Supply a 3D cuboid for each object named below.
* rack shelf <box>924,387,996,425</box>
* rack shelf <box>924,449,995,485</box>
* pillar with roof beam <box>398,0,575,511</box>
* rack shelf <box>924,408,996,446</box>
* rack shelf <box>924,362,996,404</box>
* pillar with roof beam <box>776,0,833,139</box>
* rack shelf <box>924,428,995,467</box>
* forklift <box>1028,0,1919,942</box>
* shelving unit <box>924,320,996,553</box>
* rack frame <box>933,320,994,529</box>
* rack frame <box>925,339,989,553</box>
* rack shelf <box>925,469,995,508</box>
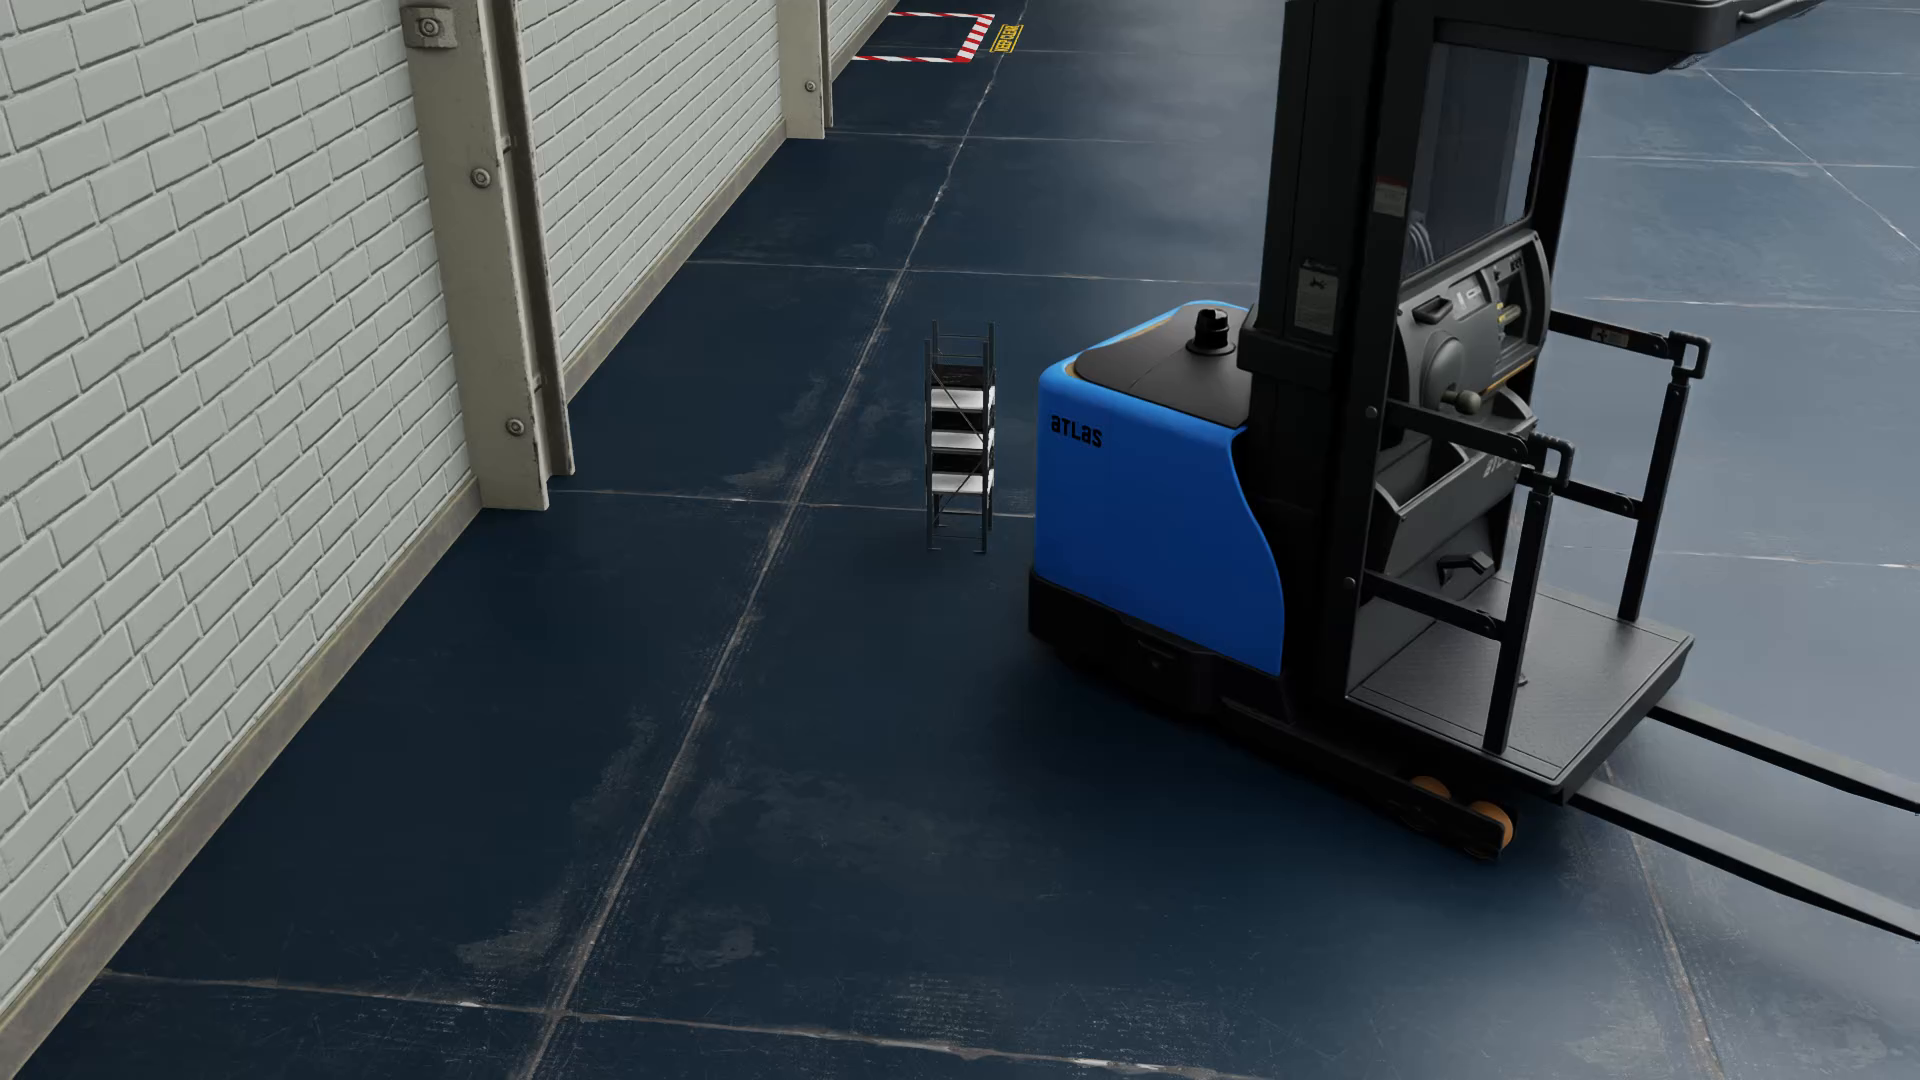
[{"bbox_3d":[0.001,-0.529,6.474,0.258,0.077,0.200,3,28,6],"label":"rack shelf"},{"bbox_3d":[0.001,-0.291,6.602,0.258,0.077,0.200,3,28,6],"label":"rack shelf"},{"bbox_3d":[2.402,-3.936,4.569,9.100,9.000,0.400,3,28,6],"label":"pillar with roof beam"},{"bbox_3d":[0.001,-0.450,6.517,0.258,0.077,0.200,3,28,6],"label":"rack shelf"},{"bbox_3d":[0.001,-0.608,6.431,0.258,0.077,0.200,3,28,6],"label":"rack shelf"},{"bbox_3d":[3.137,-6.761,9.811,9.100,9.000,0.400,3,28,6],"label":"pillar with roof beam"},{"bbox_3d":[0.001,-0.371,6.559,0.258,0.077,0.200,3,28,6],"label":"rack shelf"},{"bbox_3d":[1.686,-0.620,4.811,3.031,2.935,1.130,23,36,36],"label":"forklift"},{"bbox_3d":[0.001,-0.400,6.544,0.258,0.900,0.210,3,28,6],"label":"shelving unit"},{"bbox_3d":[0.013,-0.448,6.632,0.240,0.900,0.006,3,28,6],"label":"rack frame"},{"bbox_3d":[-0.011,-0.352,6.455,0.240,0.900,0.006,3,28,6],"label":"rack frame"},{"bbox_3d":[0.001,-0.212,6.645,0.258,0.077,0.200,3,28,6],"label":"rack shelf"}]
